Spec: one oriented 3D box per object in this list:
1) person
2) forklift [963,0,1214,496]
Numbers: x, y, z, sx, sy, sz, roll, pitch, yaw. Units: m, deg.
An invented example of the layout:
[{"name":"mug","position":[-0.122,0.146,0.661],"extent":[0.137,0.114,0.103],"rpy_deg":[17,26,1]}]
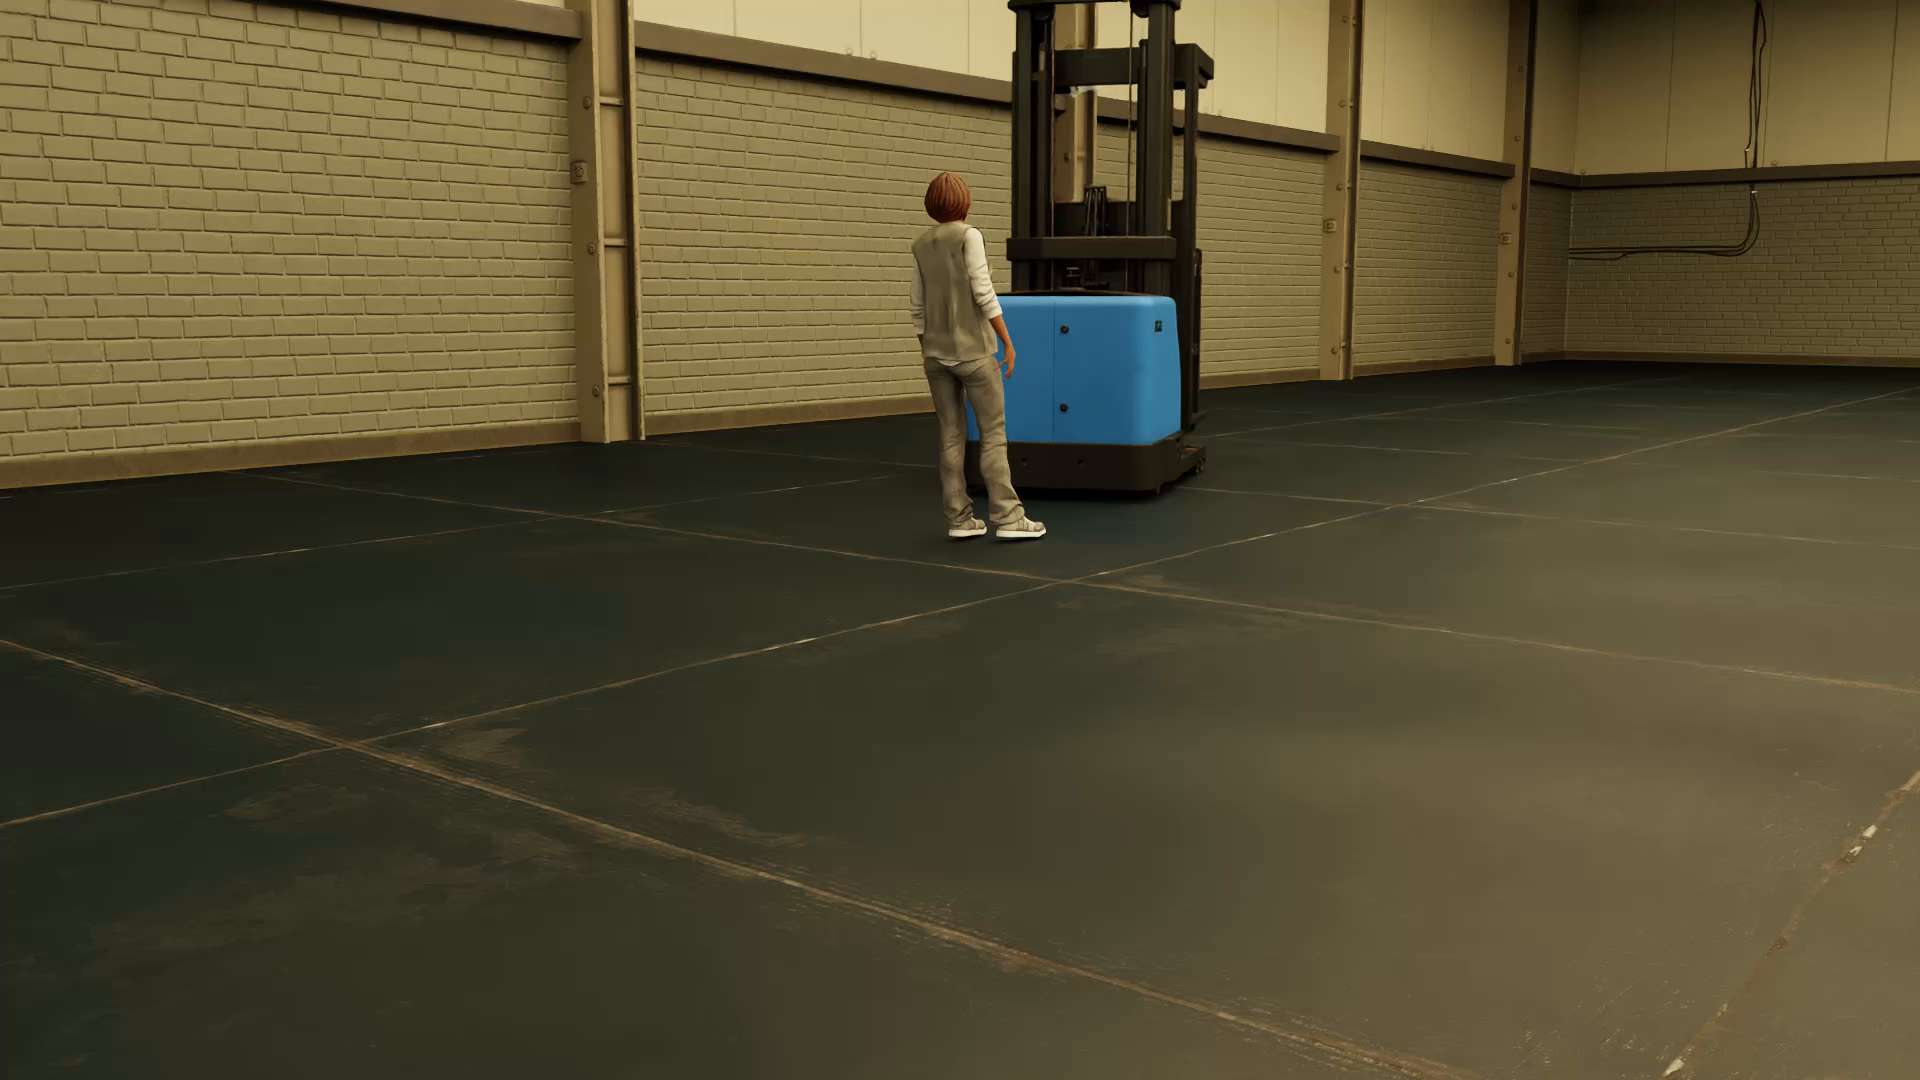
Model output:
[{"name":"person","position":[0.057,-0.804,7.336],"extent":[0.521,1.596,0.475],"rpy_deg":[7,11,38]},{"name":"forklift","position":[0.909,-1.863,10.011],"extent":[1.130,2.935,3.031],"rpy_deg":[2,9,16]}]
